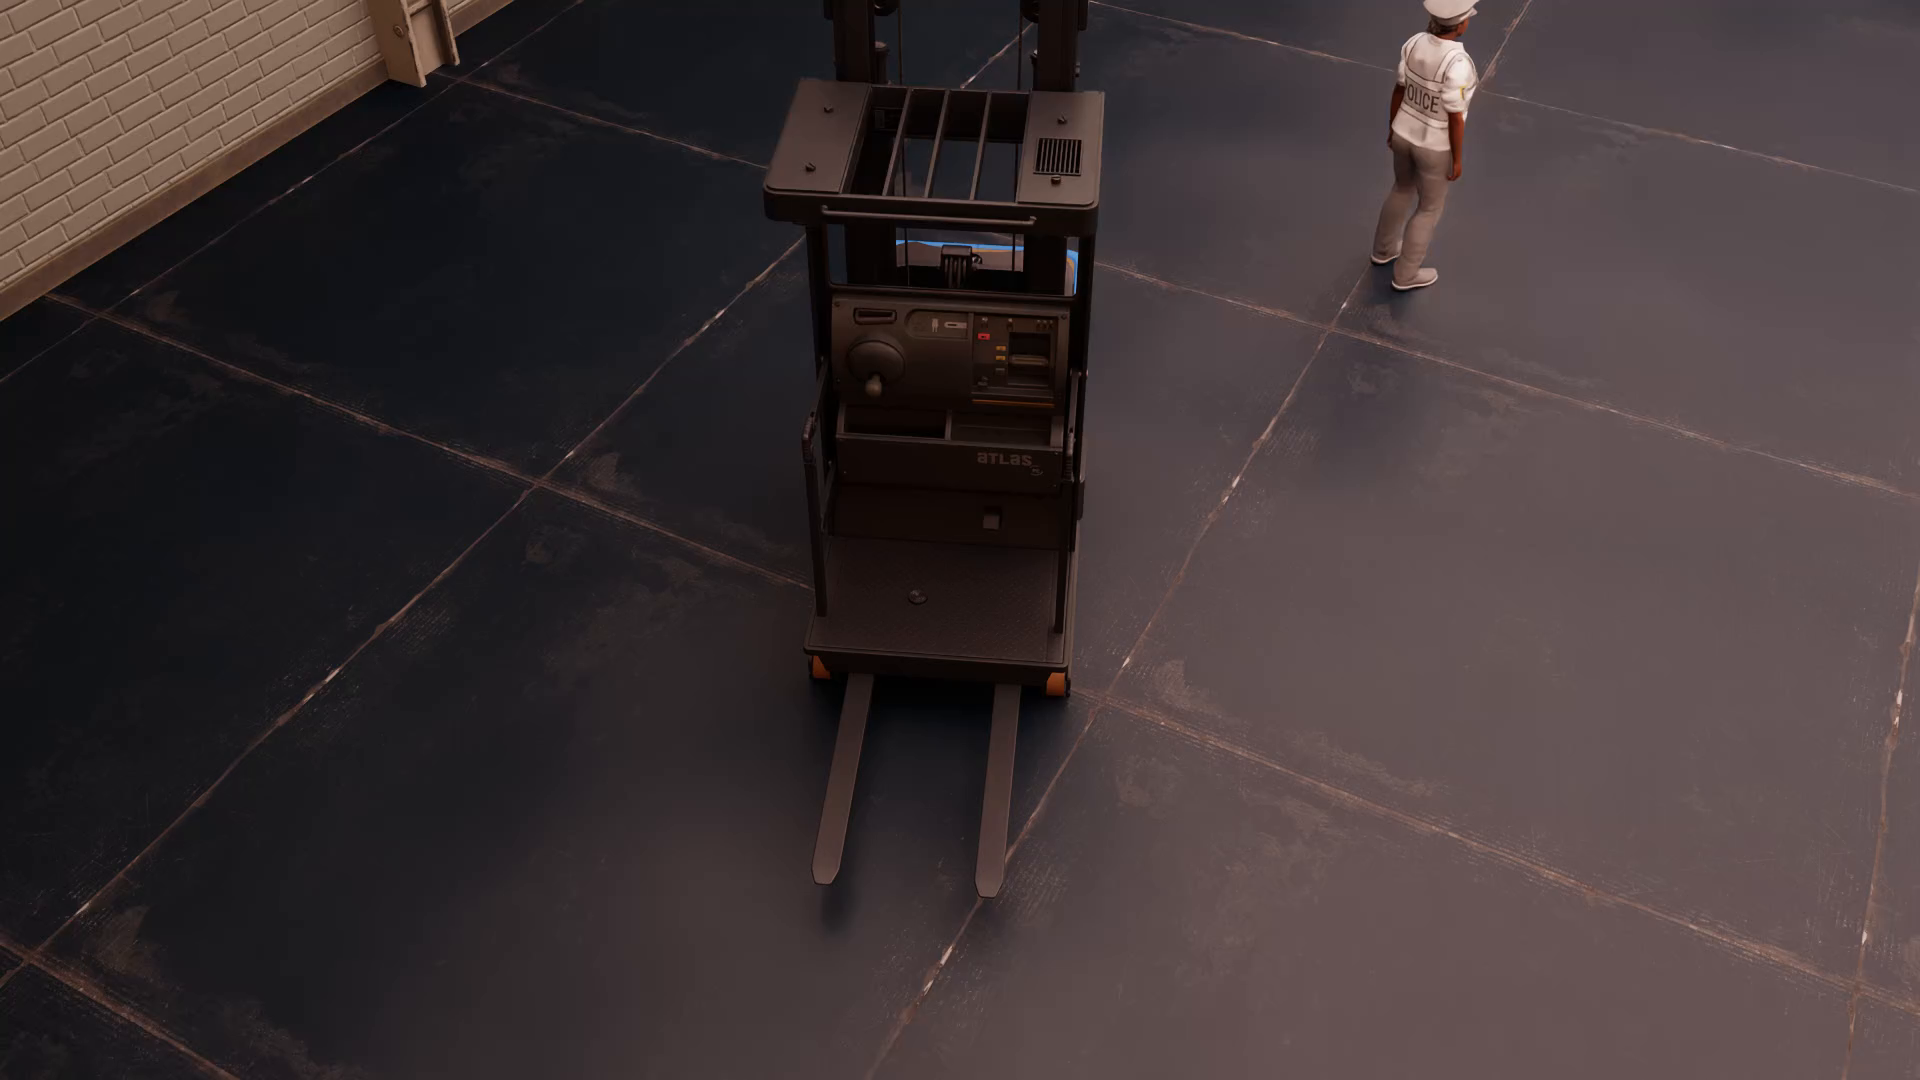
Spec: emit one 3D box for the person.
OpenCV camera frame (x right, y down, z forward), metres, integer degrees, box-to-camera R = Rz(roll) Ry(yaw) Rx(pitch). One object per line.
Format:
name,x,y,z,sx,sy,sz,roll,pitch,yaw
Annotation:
person,2.505,-2.122,8.828,0.390,1.696,0.487,-24,48,-23

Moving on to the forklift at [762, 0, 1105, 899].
forklift,-0.059,-0.651,6.345,1.130,2.935,3.031,4,43,4
